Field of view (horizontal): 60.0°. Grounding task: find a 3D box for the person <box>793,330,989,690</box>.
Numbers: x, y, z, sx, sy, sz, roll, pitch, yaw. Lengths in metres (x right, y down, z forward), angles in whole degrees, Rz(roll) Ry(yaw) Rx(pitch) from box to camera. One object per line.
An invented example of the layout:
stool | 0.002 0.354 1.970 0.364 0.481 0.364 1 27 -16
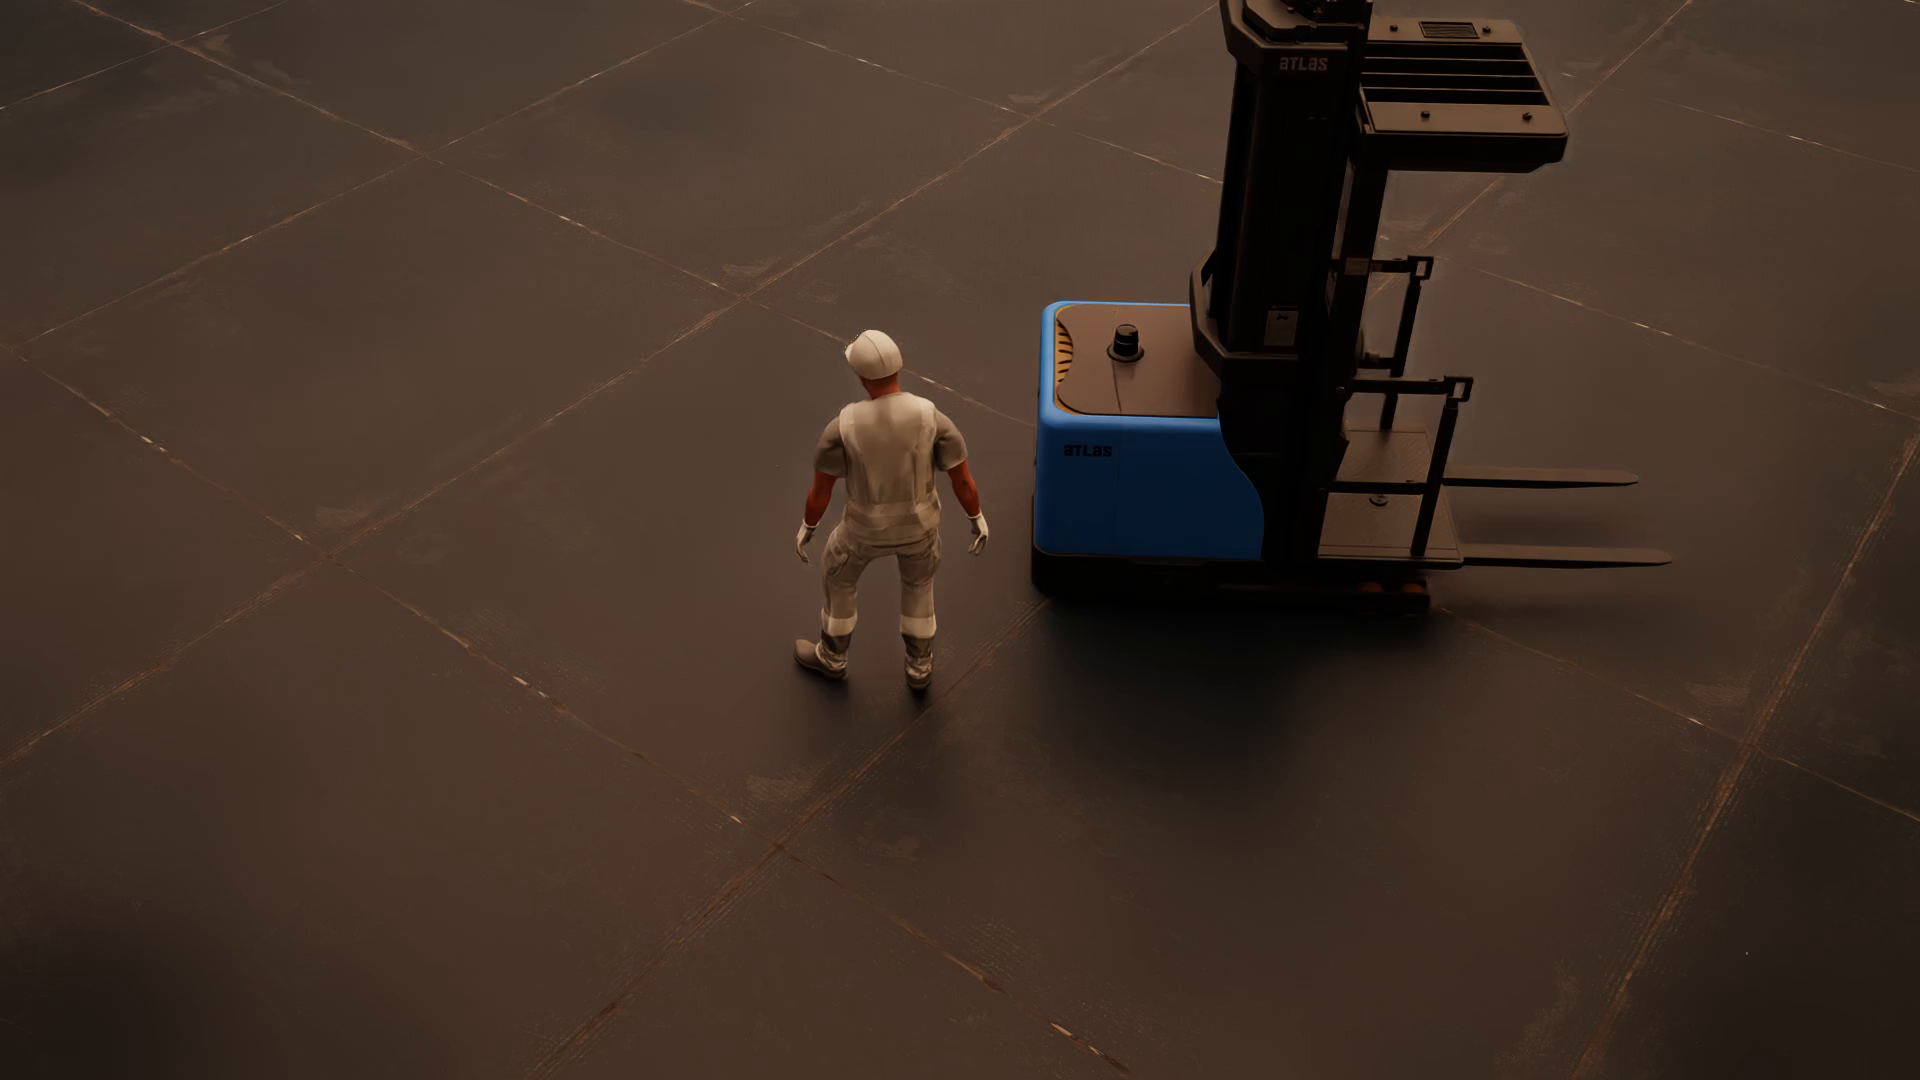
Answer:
person | -0.323 -0.106 7.056 0.865 1.744 0.428 -5 41 -6

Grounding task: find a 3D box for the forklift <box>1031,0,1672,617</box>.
forklift | 1.875 -1.104 7.369 3.031 2.935 1.130 2 40 2
